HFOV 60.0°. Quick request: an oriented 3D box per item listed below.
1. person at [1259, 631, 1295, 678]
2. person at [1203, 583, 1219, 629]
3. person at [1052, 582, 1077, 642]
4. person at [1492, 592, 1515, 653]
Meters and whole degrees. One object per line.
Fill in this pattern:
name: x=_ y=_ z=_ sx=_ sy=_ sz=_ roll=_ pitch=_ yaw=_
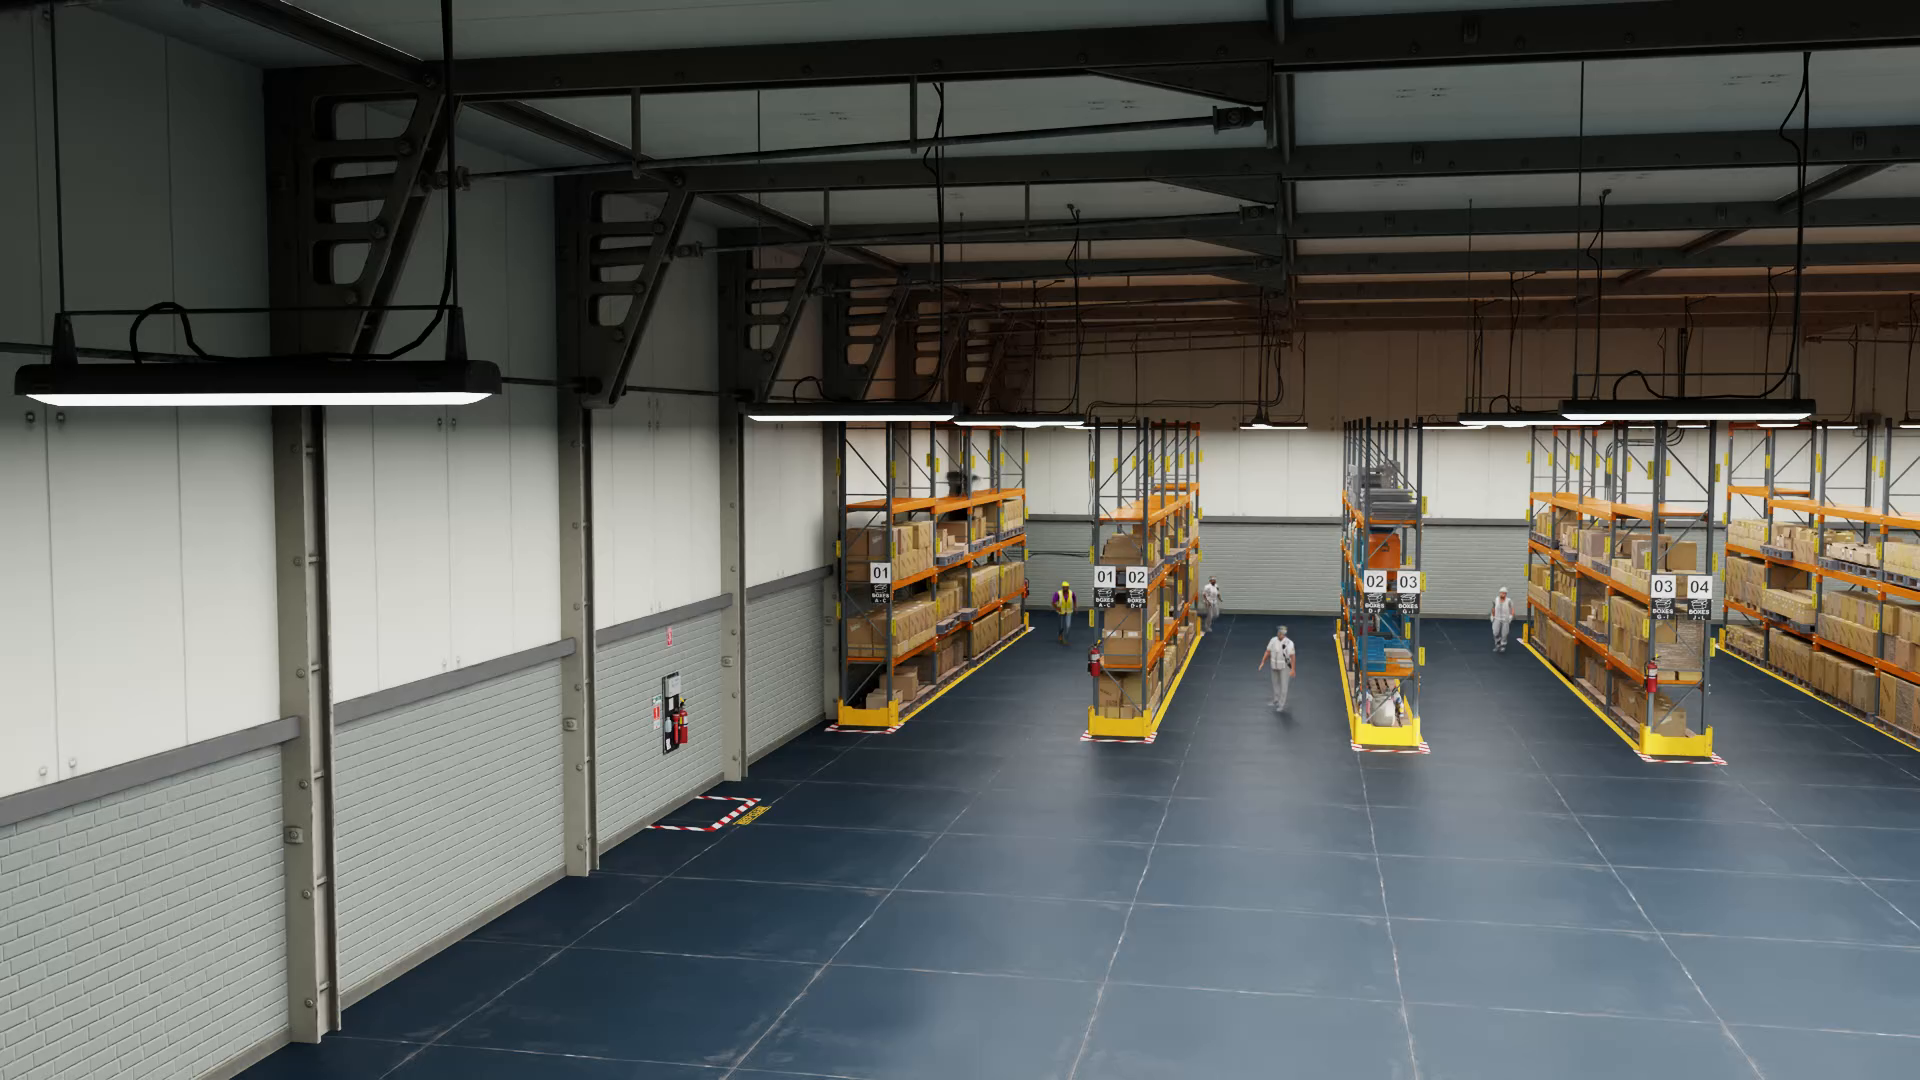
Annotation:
person: x=6.566 y=2.312 z=34.331 sx=0.720 sy=1.043 sz=0.410 roll=3 pitch=5 yaw=40
person: x=7.221 y=1.887 z=47.859 sx=0.547 sy=1.347 sz=0.460 roll=-2 pitch=4 yaw=-31
person: x=2.817 y=1.934 z=44.912 sx=0.701 sy=1.650 sz=0.716 roll=0 pitch=4 yaw=-4
person: x=13.963 y=2.087 z=42.763 sx=0.630 sy=1.682 sz=0.654 roll=2 pitch=4 yaw=25
